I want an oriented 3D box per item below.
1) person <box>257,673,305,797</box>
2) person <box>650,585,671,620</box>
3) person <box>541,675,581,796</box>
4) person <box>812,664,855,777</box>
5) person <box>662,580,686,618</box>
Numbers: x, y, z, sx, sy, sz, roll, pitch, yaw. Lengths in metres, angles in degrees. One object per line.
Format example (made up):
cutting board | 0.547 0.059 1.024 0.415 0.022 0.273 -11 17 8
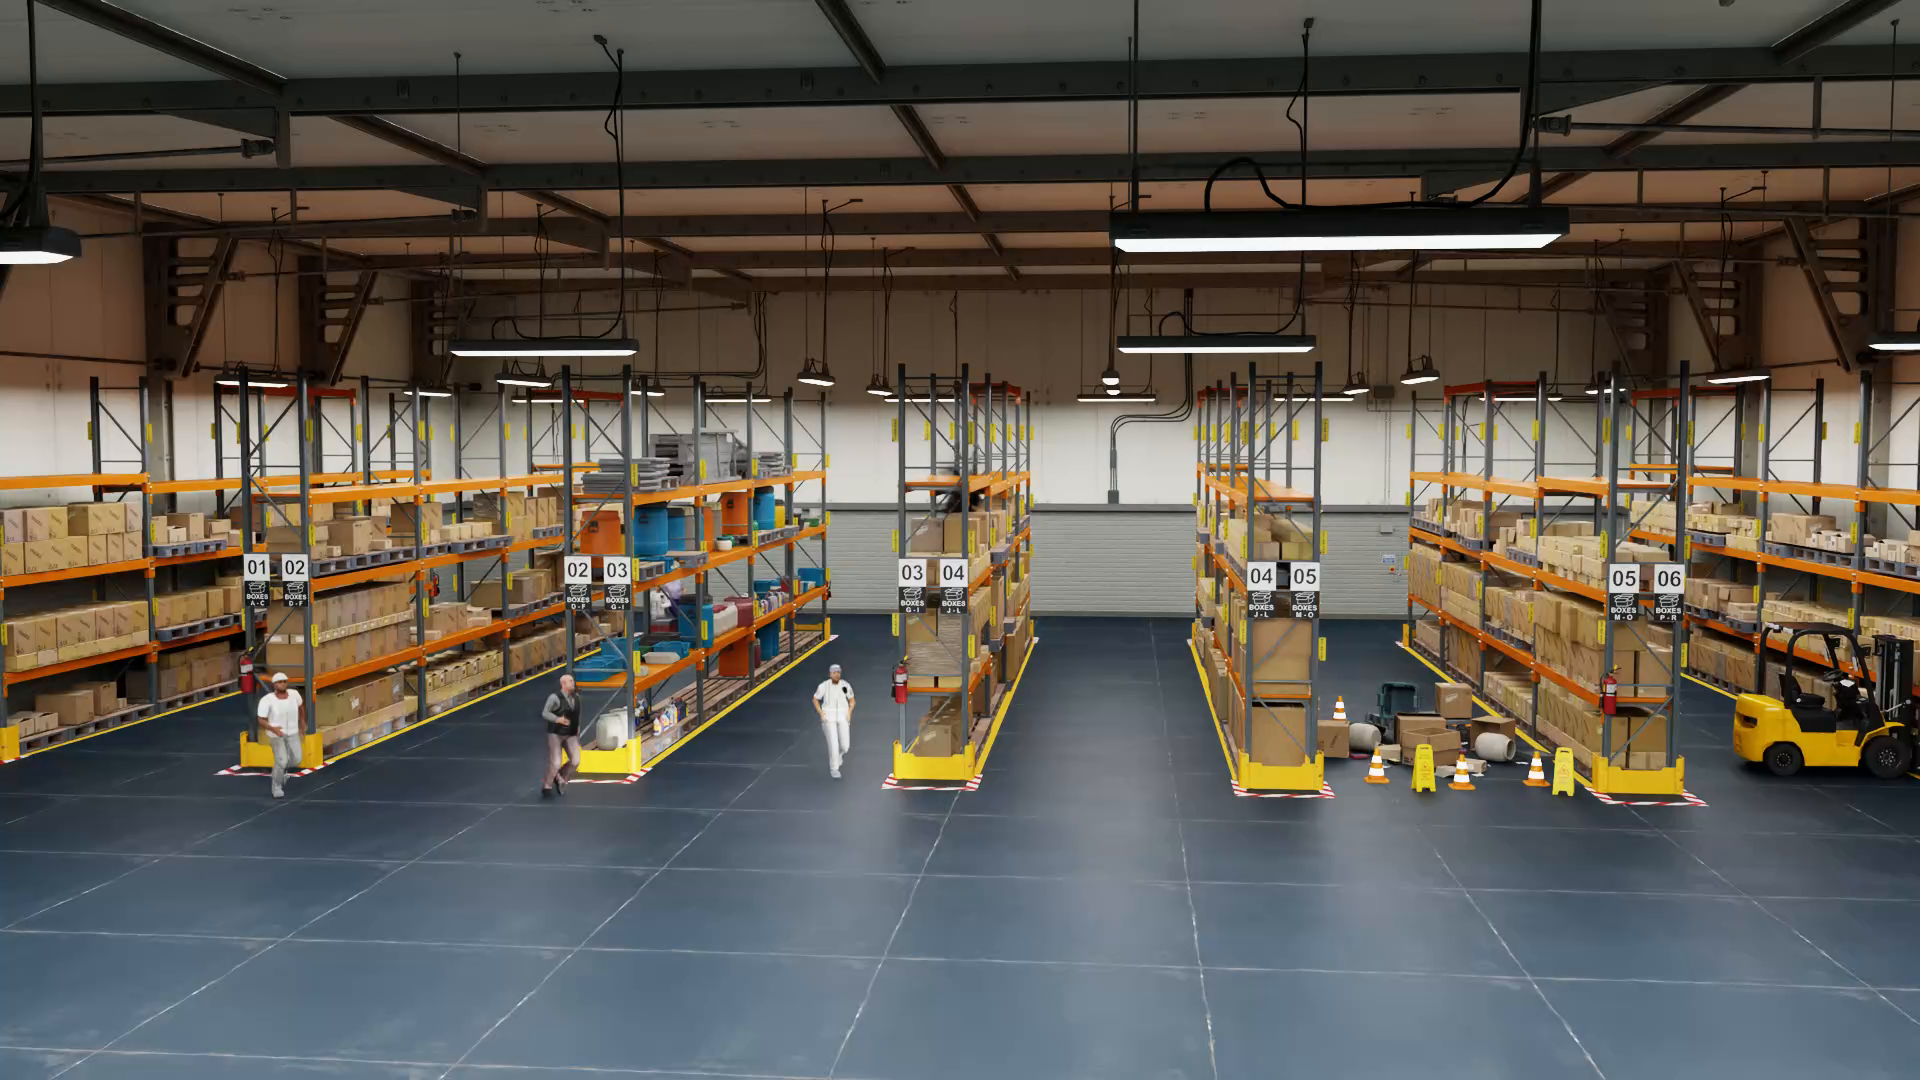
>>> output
person | -9.308 2.676 22.916 0.646 1.720 0.727 4 5 44
person | -6.852 1.741 37.764 0.573 1.738 0.812 -1 4 -9
person | -5.423 2.699 22.919 0.655 1.678 0.601 -3 5 -42
person | -1.852 2.630 24.410 0.625 1.619 0.613 -1 4 -15
person | -7.069 1.566 41.101 0.655 1.580 0.639 -2 4 -26
